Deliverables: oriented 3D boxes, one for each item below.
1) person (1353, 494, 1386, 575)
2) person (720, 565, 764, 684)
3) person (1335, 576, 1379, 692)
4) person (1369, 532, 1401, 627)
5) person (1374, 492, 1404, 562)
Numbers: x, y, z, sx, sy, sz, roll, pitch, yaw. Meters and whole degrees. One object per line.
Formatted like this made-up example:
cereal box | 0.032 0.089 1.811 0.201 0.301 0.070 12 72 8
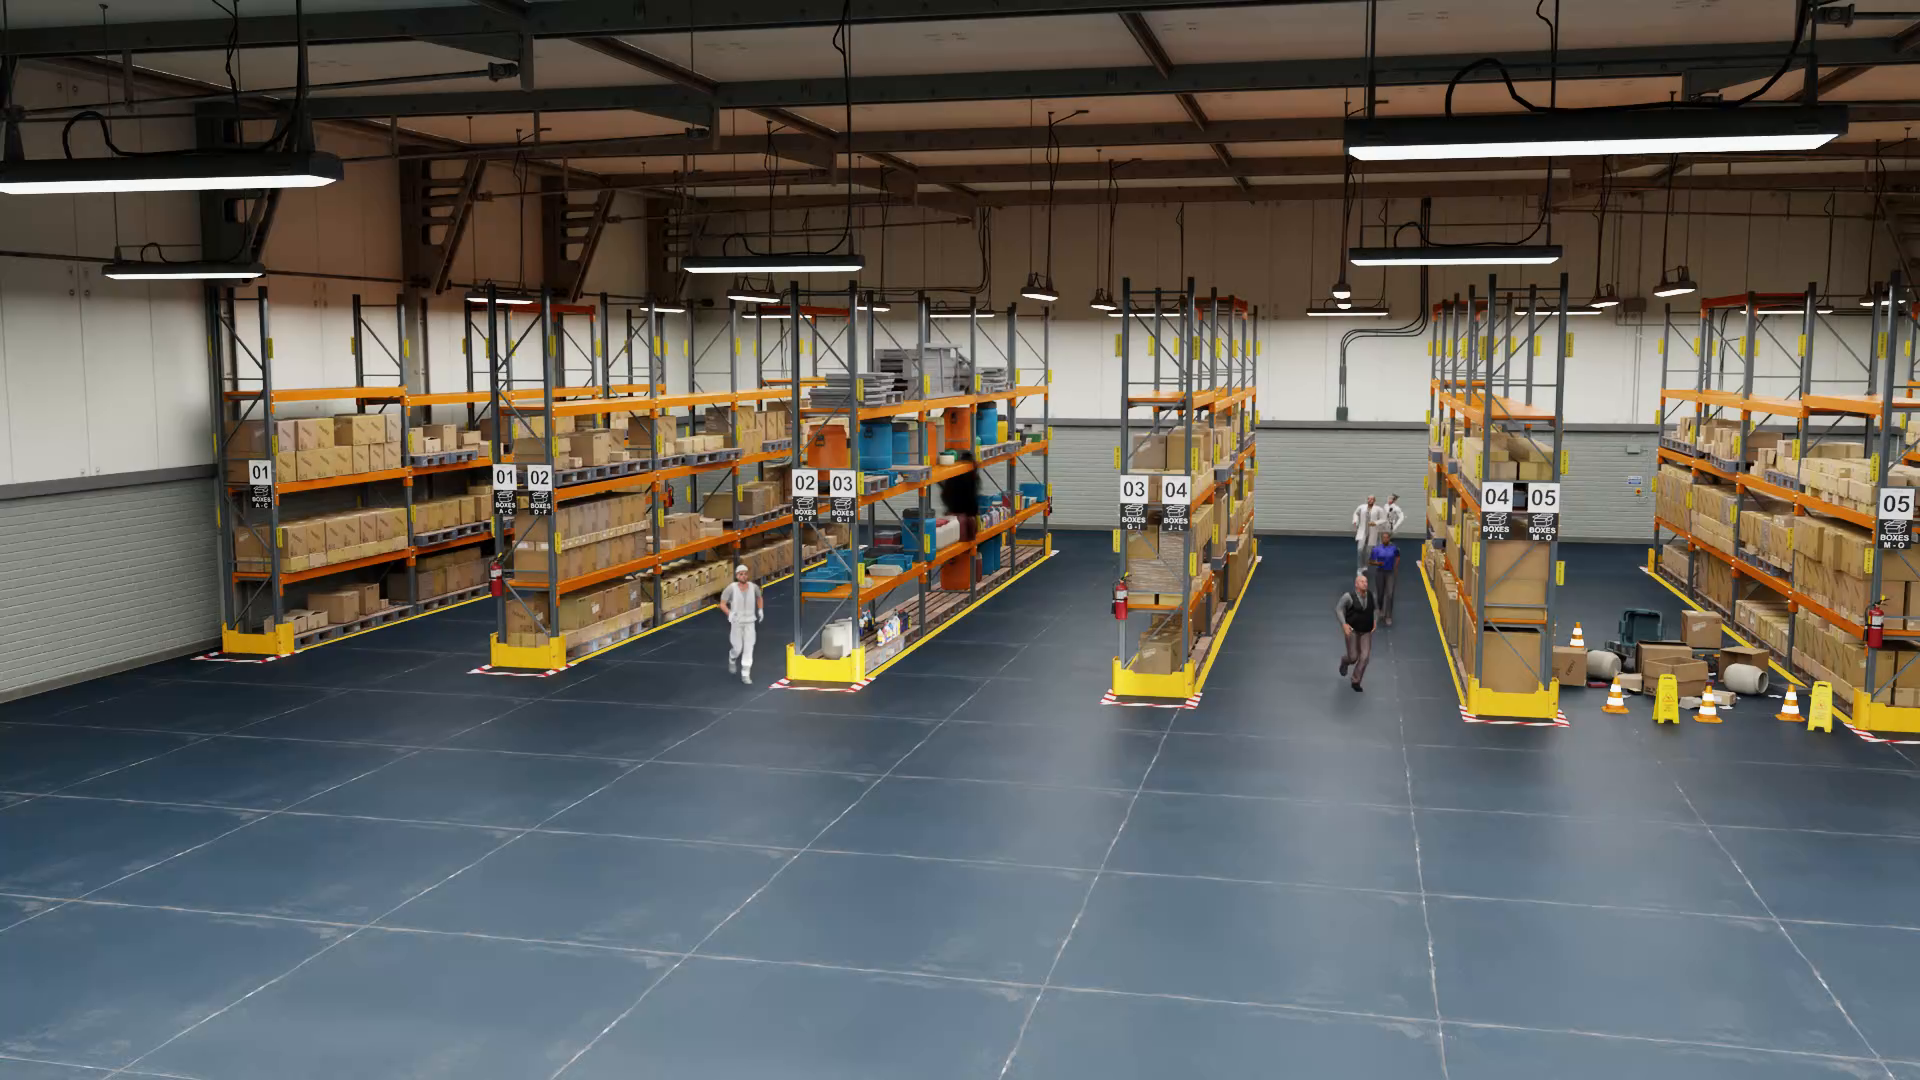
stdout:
person | 9.108 -0.009 37.022 0.732 1.627 0.693 2 7 20
person | -3.285 1.249 25.116 0.684 1.777 0.765 -3 7 -21
person | 5.887 1.356 24.624 0.681 1.693 0.676 -1 7 -10
person | 7.755 0.683 30.355 0.576 1.679 0.890 1 7 10
person | 10.067 -0.301 39.022 0.858 1.645 0.675 -3 7 -25
